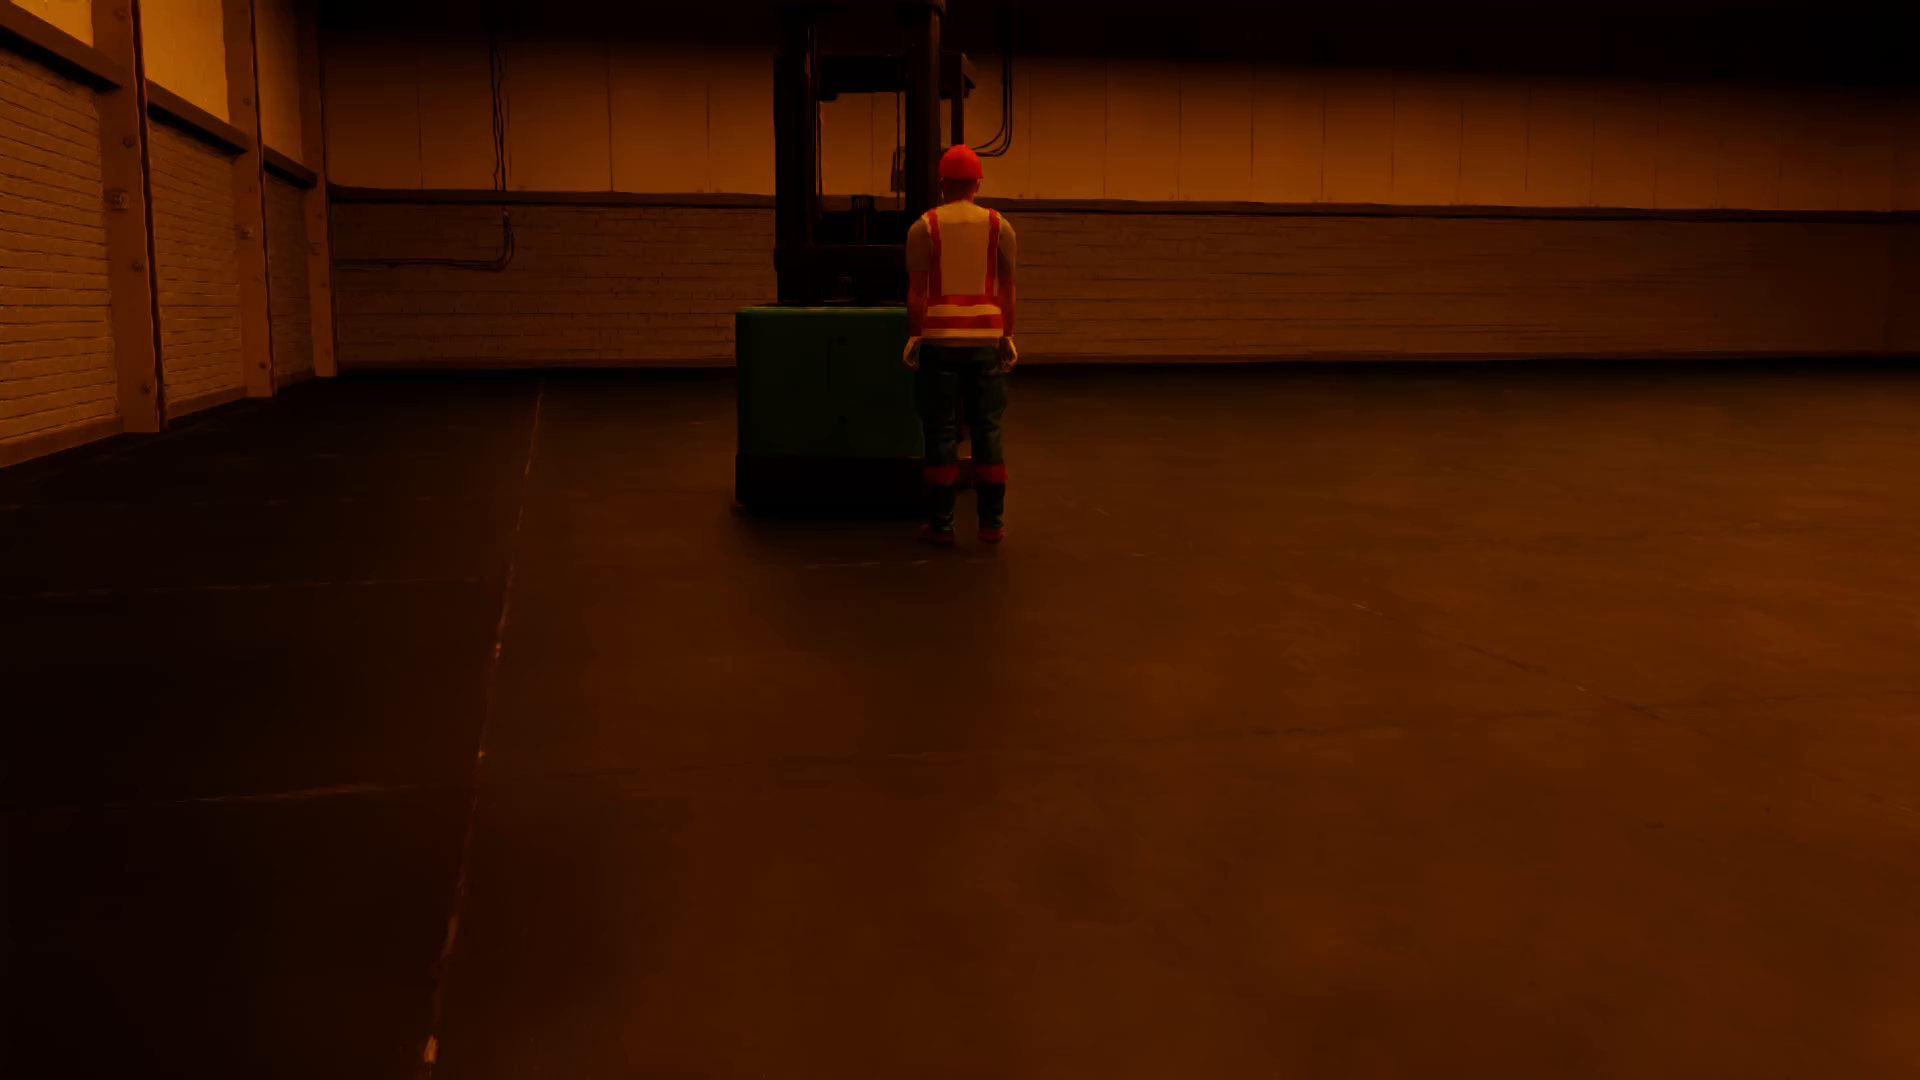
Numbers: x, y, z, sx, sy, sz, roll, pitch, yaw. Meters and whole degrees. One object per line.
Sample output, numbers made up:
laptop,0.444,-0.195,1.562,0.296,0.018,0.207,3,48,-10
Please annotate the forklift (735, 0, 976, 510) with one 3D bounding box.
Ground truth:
forklift,-0.491,-1.780,9.850,1.130,2.935,3.031,1,8,6

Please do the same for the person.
person,-0.006,-0.890,7.603,0.540,1.795,0.349,-2,8,-13
